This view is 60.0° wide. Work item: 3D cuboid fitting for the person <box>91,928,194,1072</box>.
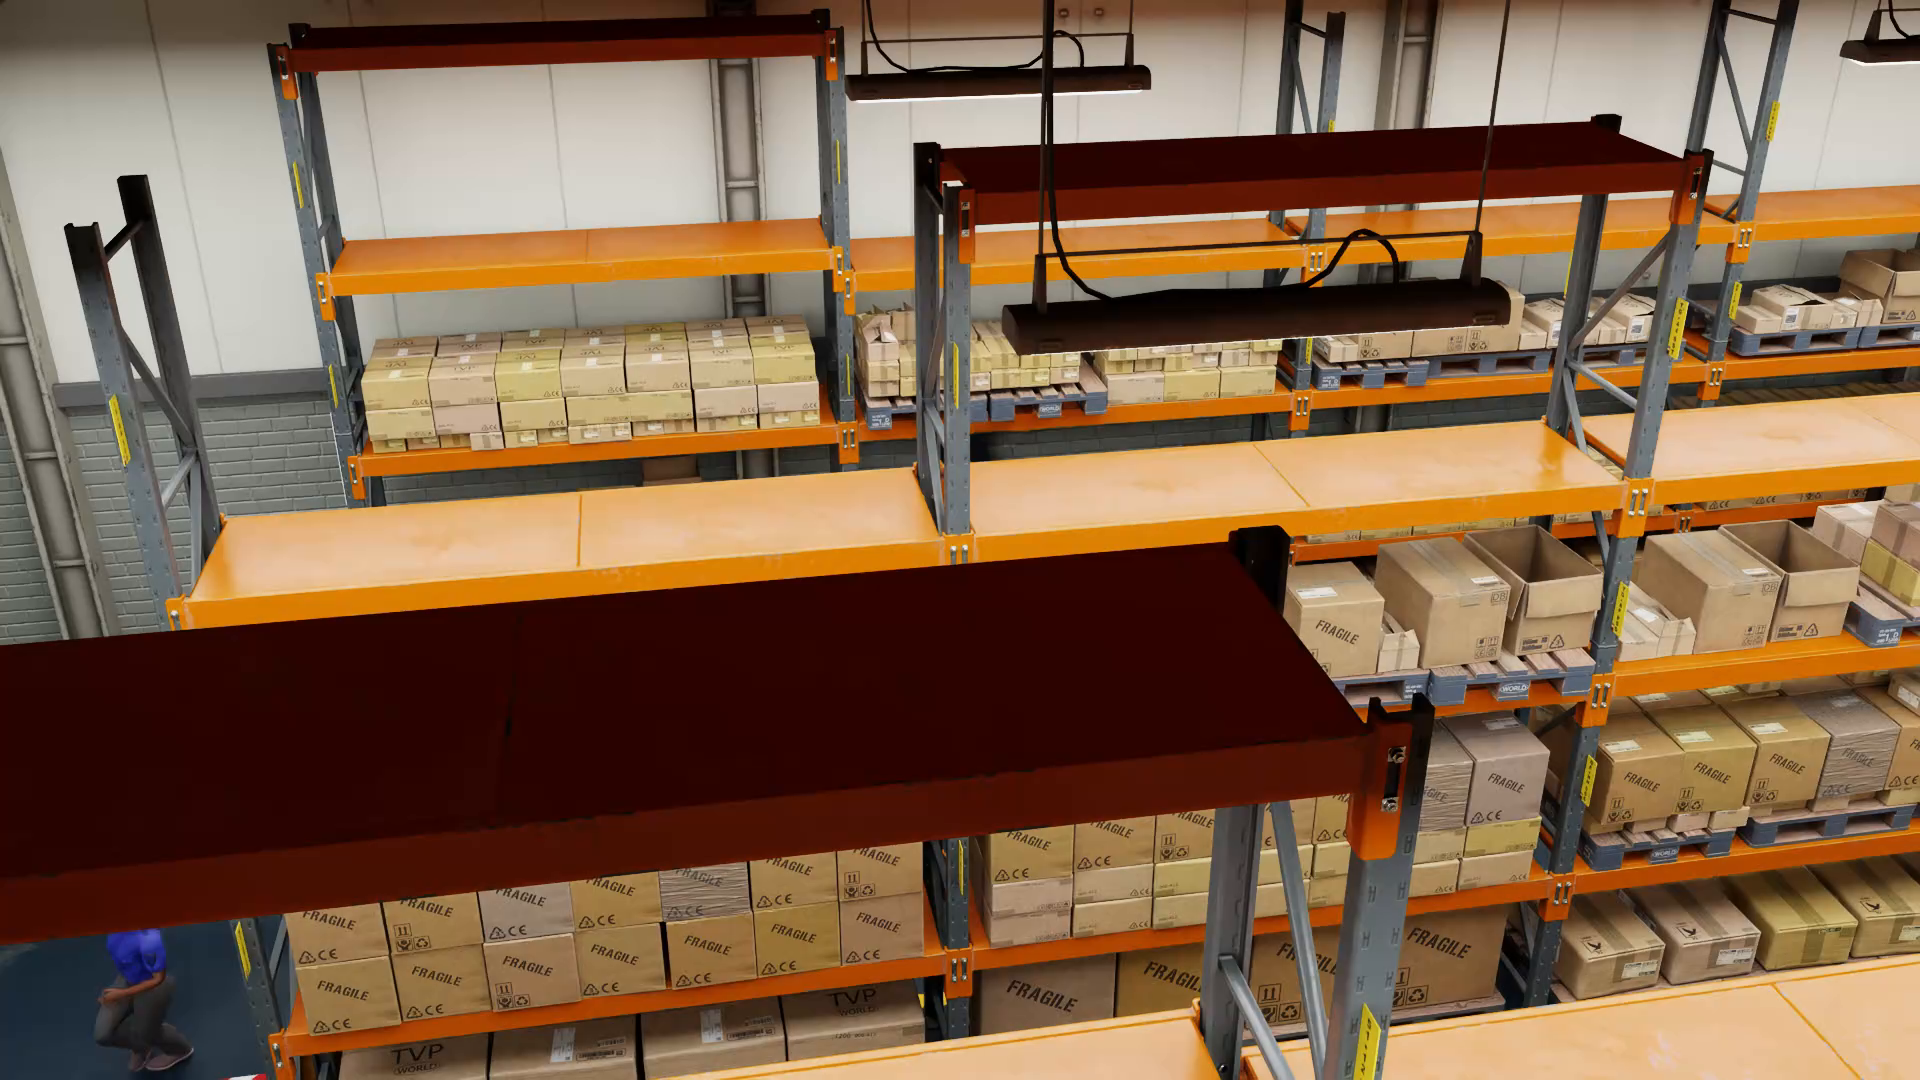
[{"bbox_3d":[-5.214,2.855,10.546,0.588,1.592,0.587,17,31,31],"label":"person"}]
